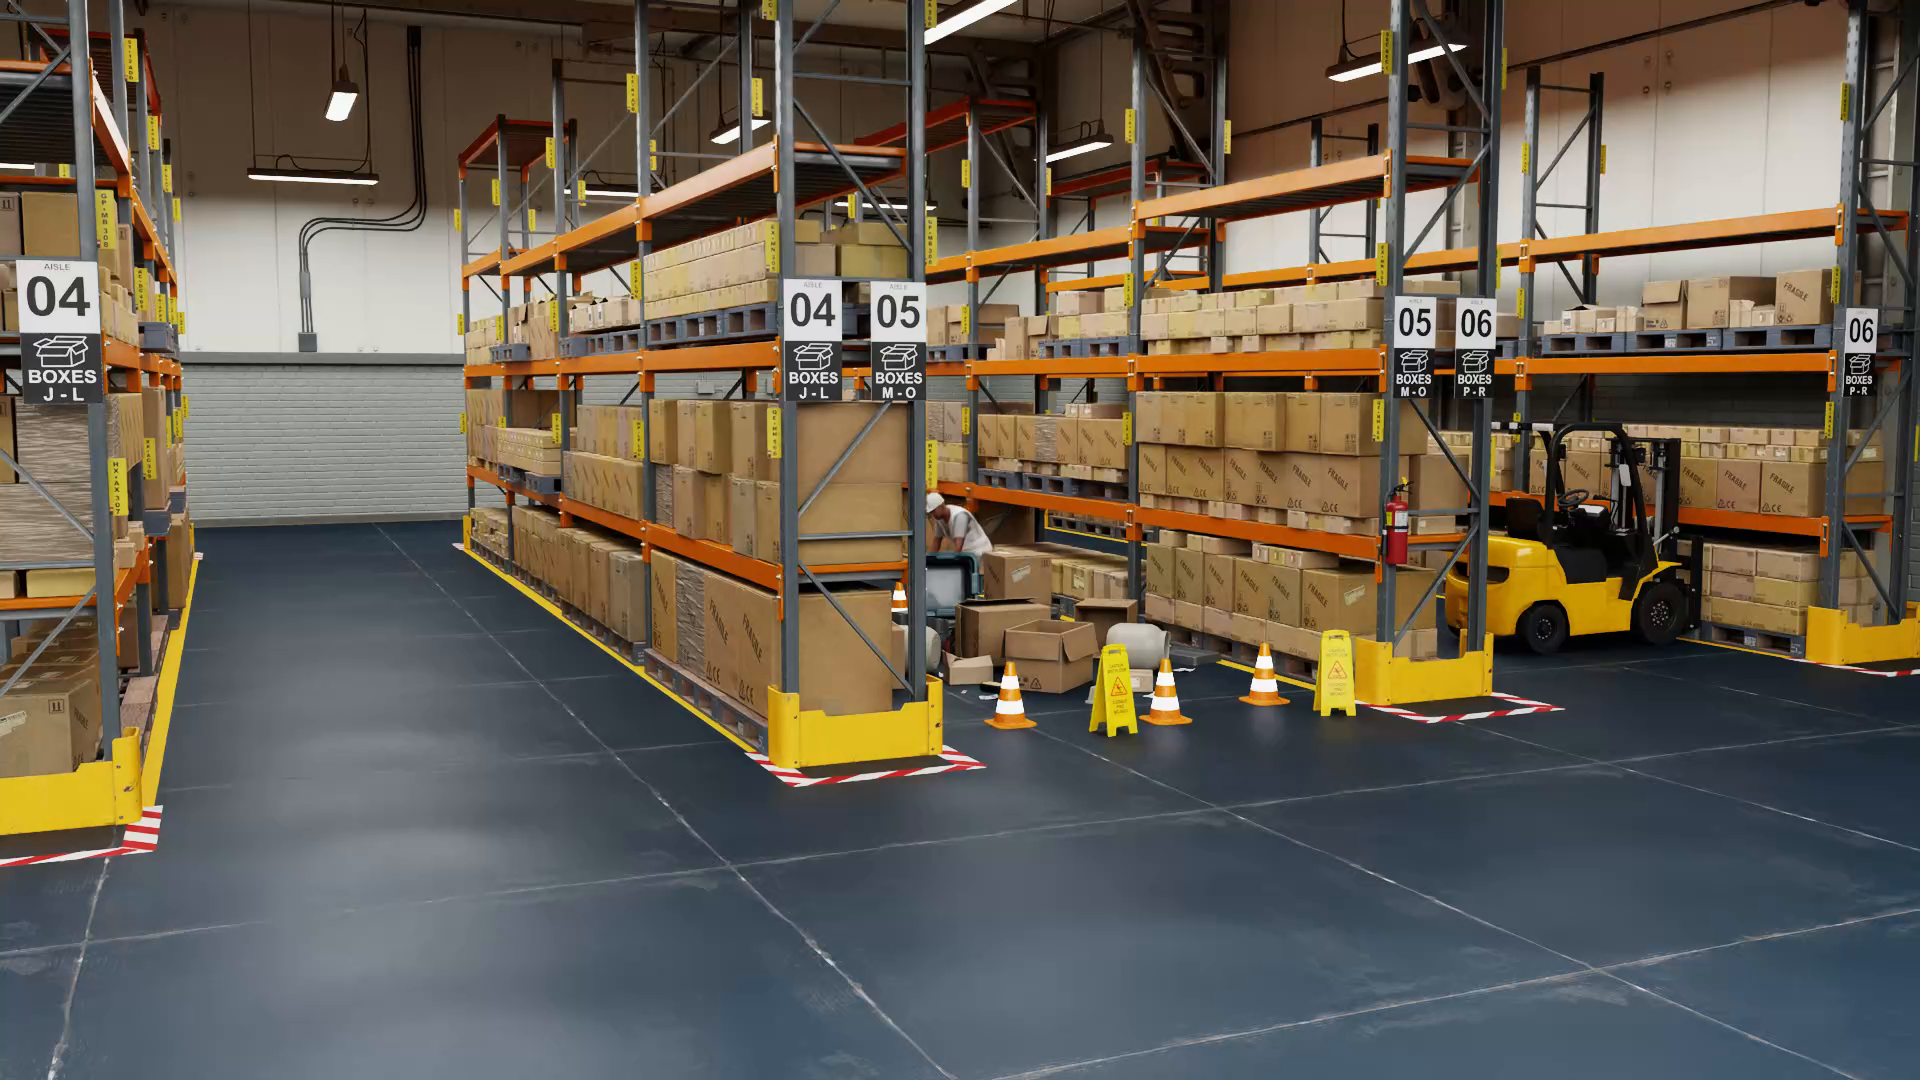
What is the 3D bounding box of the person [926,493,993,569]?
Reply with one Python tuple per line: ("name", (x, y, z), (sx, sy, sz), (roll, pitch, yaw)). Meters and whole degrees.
("person", (-0.027, 0.174, 17.810), (0.789, 1.380, 0.613), (-2, 6, -25))
